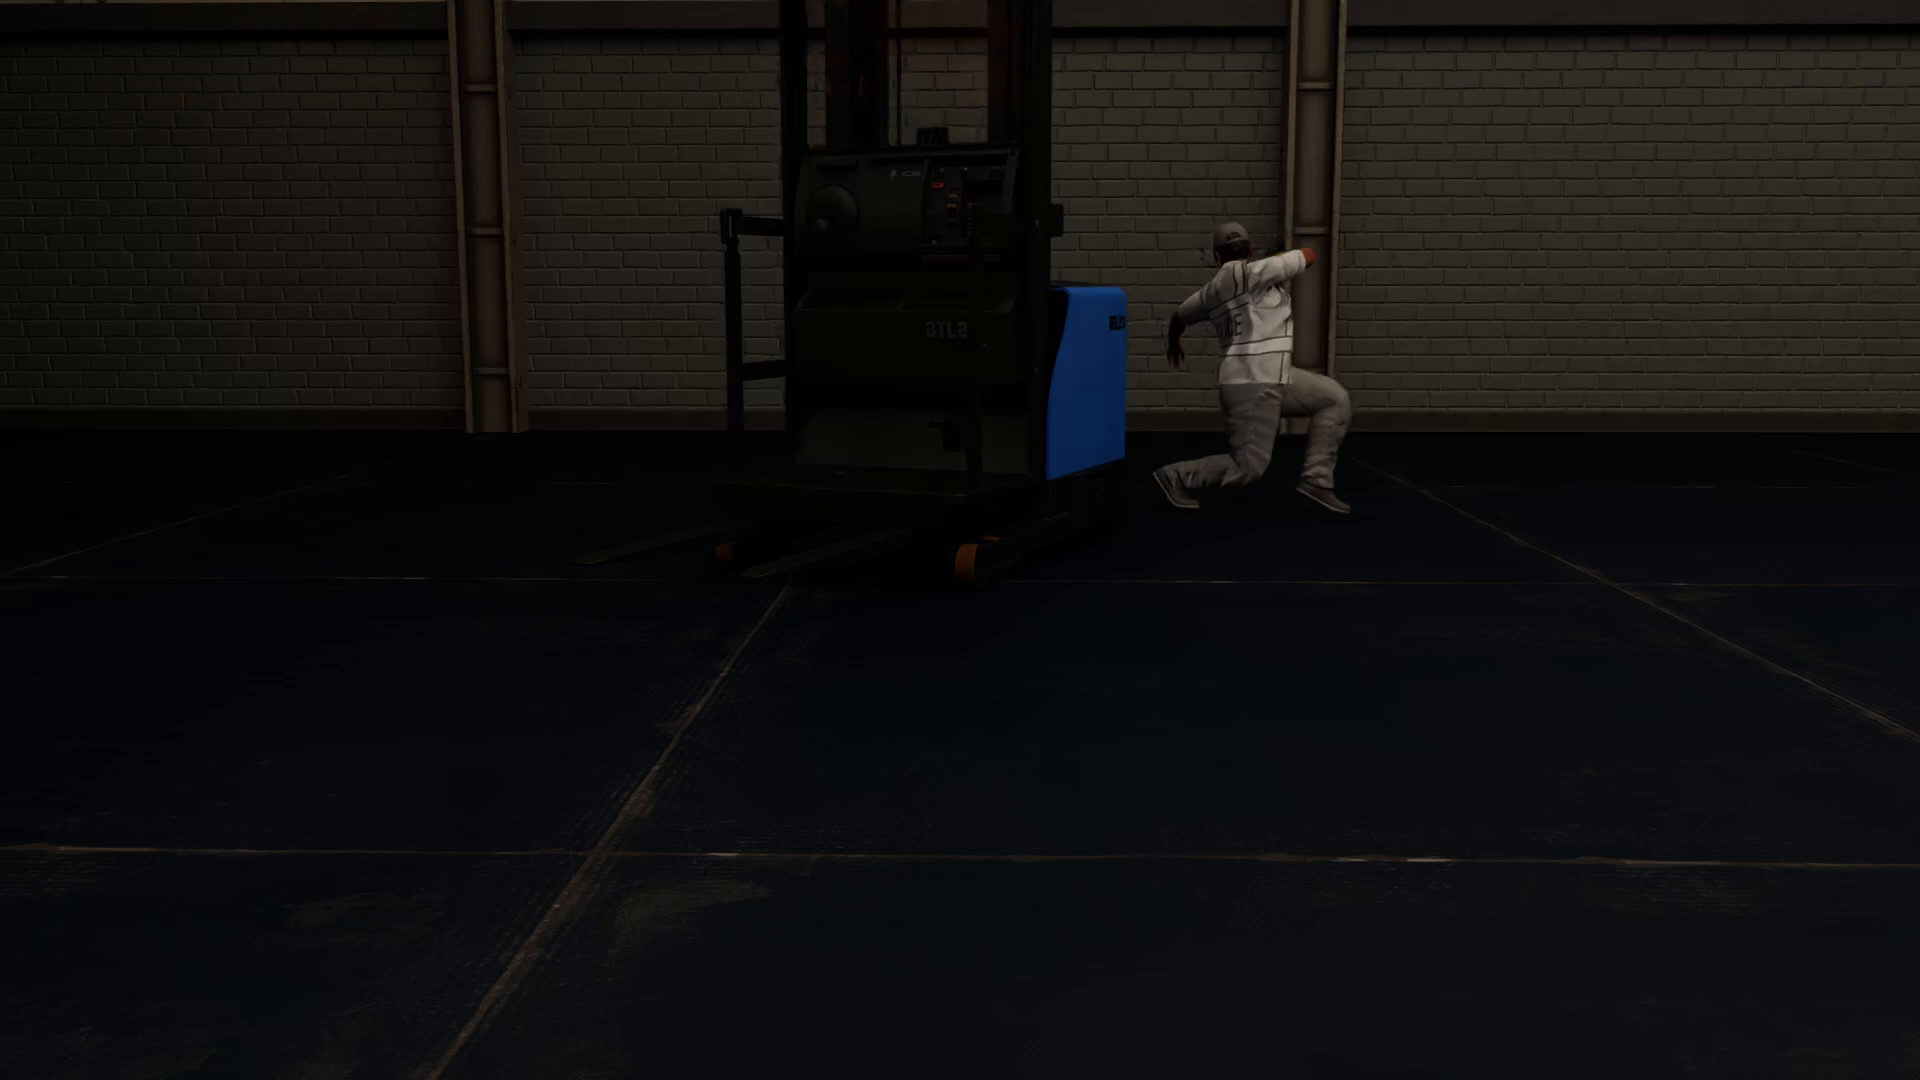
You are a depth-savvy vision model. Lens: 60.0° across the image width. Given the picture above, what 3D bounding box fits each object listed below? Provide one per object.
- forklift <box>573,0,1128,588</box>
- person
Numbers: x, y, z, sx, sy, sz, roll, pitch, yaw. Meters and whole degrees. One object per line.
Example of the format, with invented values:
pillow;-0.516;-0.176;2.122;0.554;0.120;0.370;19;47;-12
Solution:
forklift;-0.296;-1.347;6.241;1.130;2.935;3.031;4;9;23
person;1.409;-0.833;8.052;0.946;1.383;0.857;1;9;4
